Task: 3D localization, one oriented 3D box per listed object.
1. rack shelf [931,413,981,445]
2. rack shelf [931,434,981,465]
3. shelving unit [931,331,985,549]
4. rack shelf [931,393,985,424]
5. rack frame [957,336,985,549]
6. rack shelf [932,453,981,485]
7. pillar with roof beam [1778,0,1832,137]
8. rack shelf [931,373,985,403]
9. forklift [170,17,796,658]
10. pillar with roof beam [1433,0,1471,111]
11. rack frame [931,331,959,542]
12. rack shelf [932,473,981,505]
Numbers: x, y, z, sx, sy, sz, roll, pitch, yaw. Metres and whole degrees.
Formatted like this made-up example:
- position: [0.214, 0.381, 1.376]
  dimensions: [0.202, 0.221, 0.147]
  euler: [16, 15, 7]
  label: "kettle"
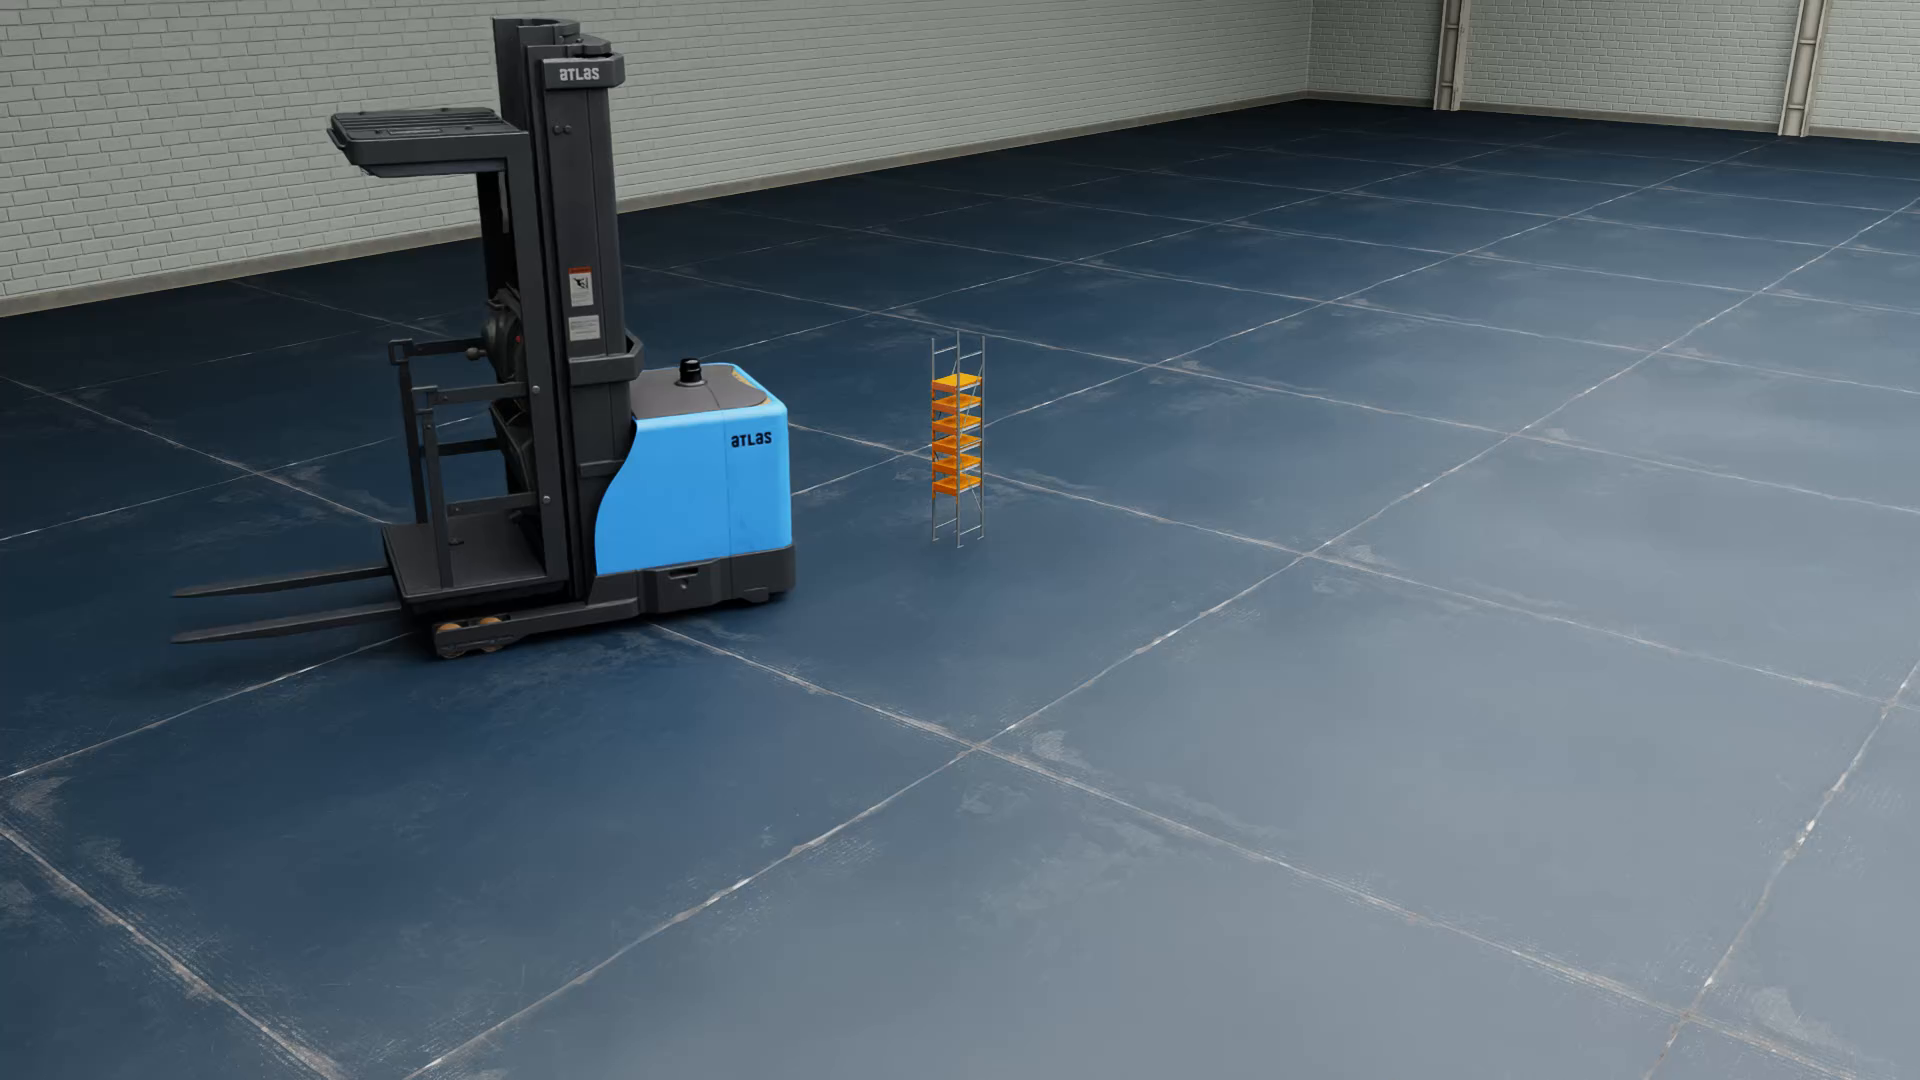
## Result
- position: [-0.011, -0.635, 9.438]
  dimensions: [0.180, 0.103, 0.258]
  euler: [16, 26, 36]
  label: "rack shelf"
- position: [-0.011, -0.523, 9.481]
  dimensions: [0.180, 0.103, 0.258]
  euler: [16, 26, 36]
  label: "rack shelf"
- position: [-0.011, -0.565, 9.465]
  dimensions: [0.189, 1.200, 0.258]
  euler: [16, 26, 36]
  label: "shelving unit"
- position: [-0.011, -0.748, 9.396]
  dimensions: [0.180, 0.103, 0.258]
  euler: [16, 26, 36]
  label: "rack shelf"
- position: [0.060, -0.544, 9.411]
  dimensions: [0.006, 1.200, 0.240]
  euler: [16, 26, 36]
  label: "rack frame"
- position: [-0.011, -0.411, 9.523]
  dimensions: [0.180, 0.103, 0.258]
  euler: [16, 26, 36]
  label: "rack shelf"
- position: [10.950, -9.681, 22.588]
  dimensions: [0.400, 9.000, 9.100]
  euler: [16, 26, 36]
  label: "pillar with roof beam"
- position: [-0.011, -0.860, 9.354]
  dimensions: [0.180, 0.103, 0.258]
  euler: [16, 26, 36]
  label: "rack shelf"
- position: [-2.435, -1.005, 8.179]
  dimensions: [3.031, 2.935, 1.130]
  euler: [-9, 22, -22]
  label: "forklift"
- position: [6.302, -11.020, 26.137]
  dimensions: [0.400, 9.000, 9.100]
  euler: [16, 26, 36]
  label: "pillar with roof beam"
- position: [-0.082, -0.585, 9.519]
  dimensions: [0.006, 1.200, 0.240]
  euler: [16, 26, 36]
  label: "rack frame"
- position: [-0.011, -0.298, 9.565]
  dimensions: [0.180, 0.103, 0.258]
  euler: [16, 26, 36]
  label: "rack shelf"
